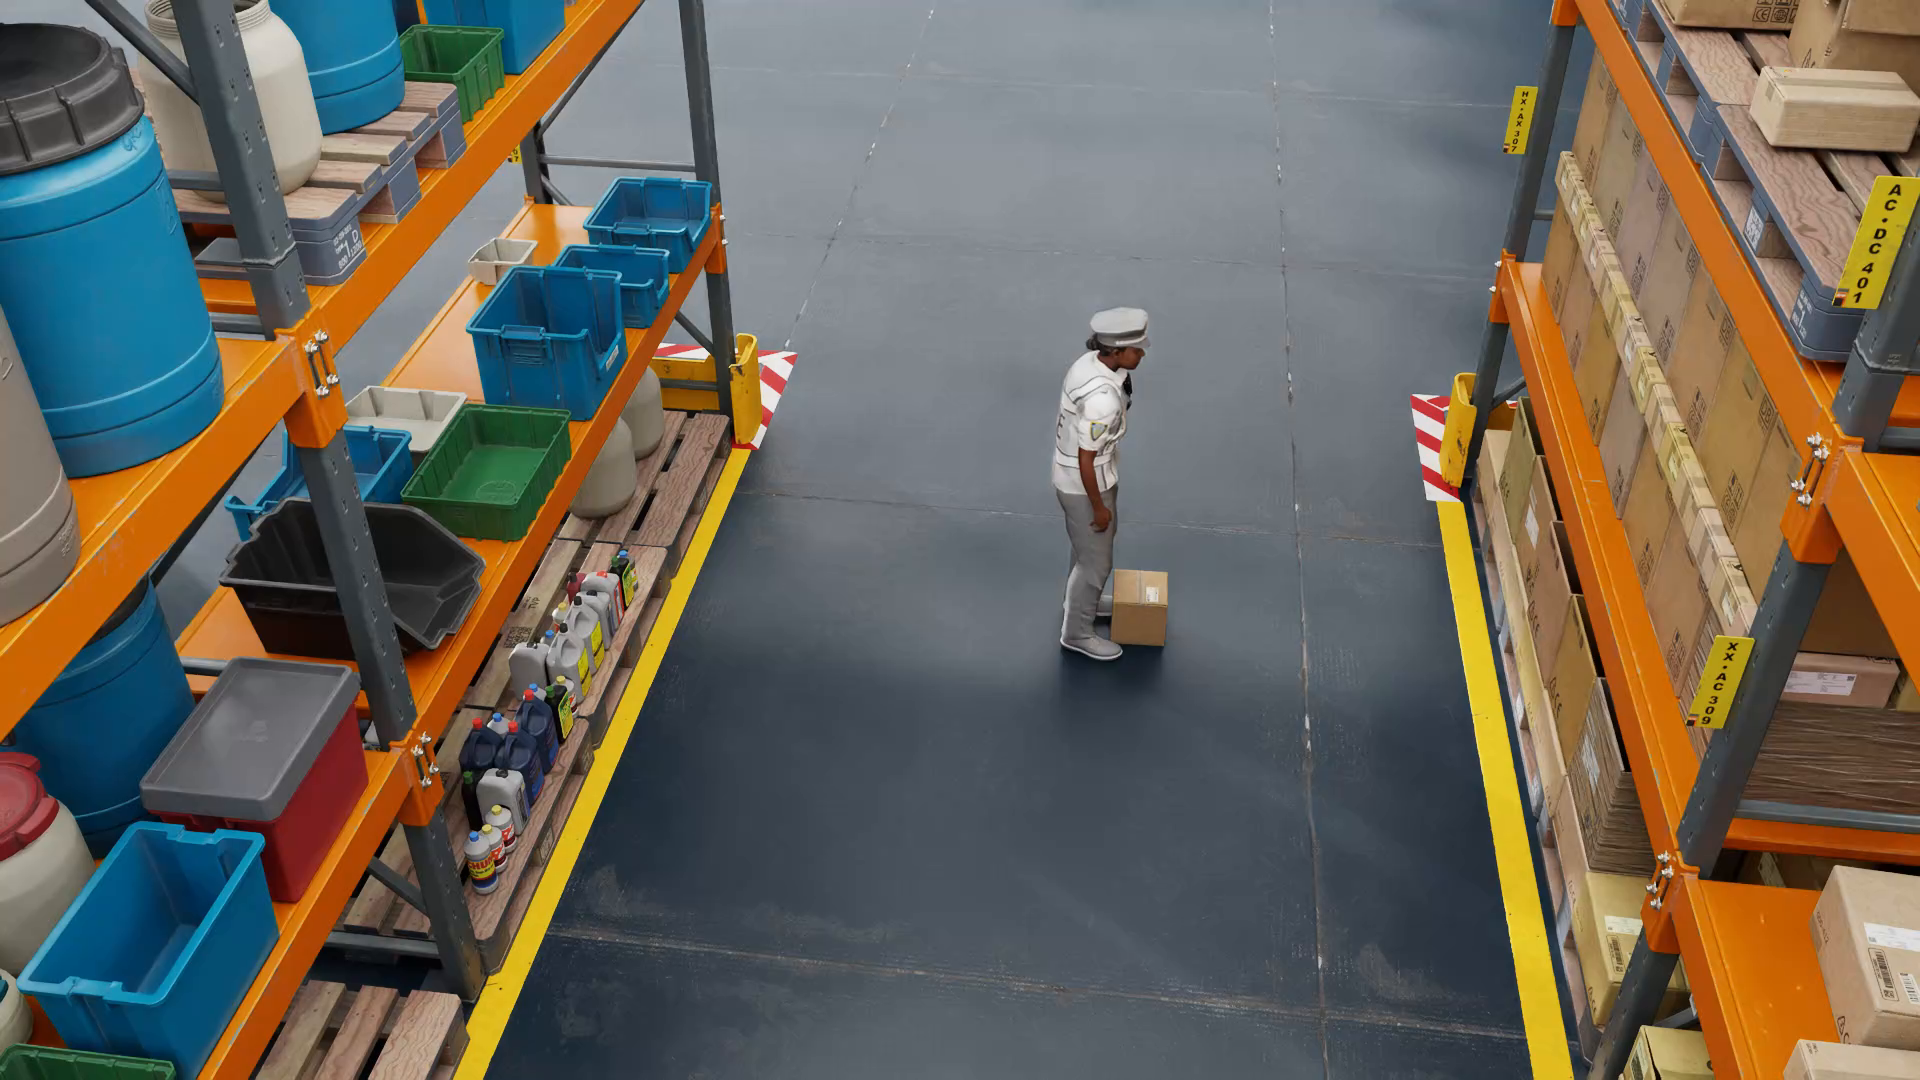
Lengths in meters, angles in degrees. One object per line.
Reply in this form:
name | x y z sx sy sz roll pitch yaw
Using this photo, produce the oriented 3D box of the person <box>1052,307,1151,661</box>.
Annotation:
person | 0.605 -0.260 7.392 0.392 1.660 0.506 5 37 6
